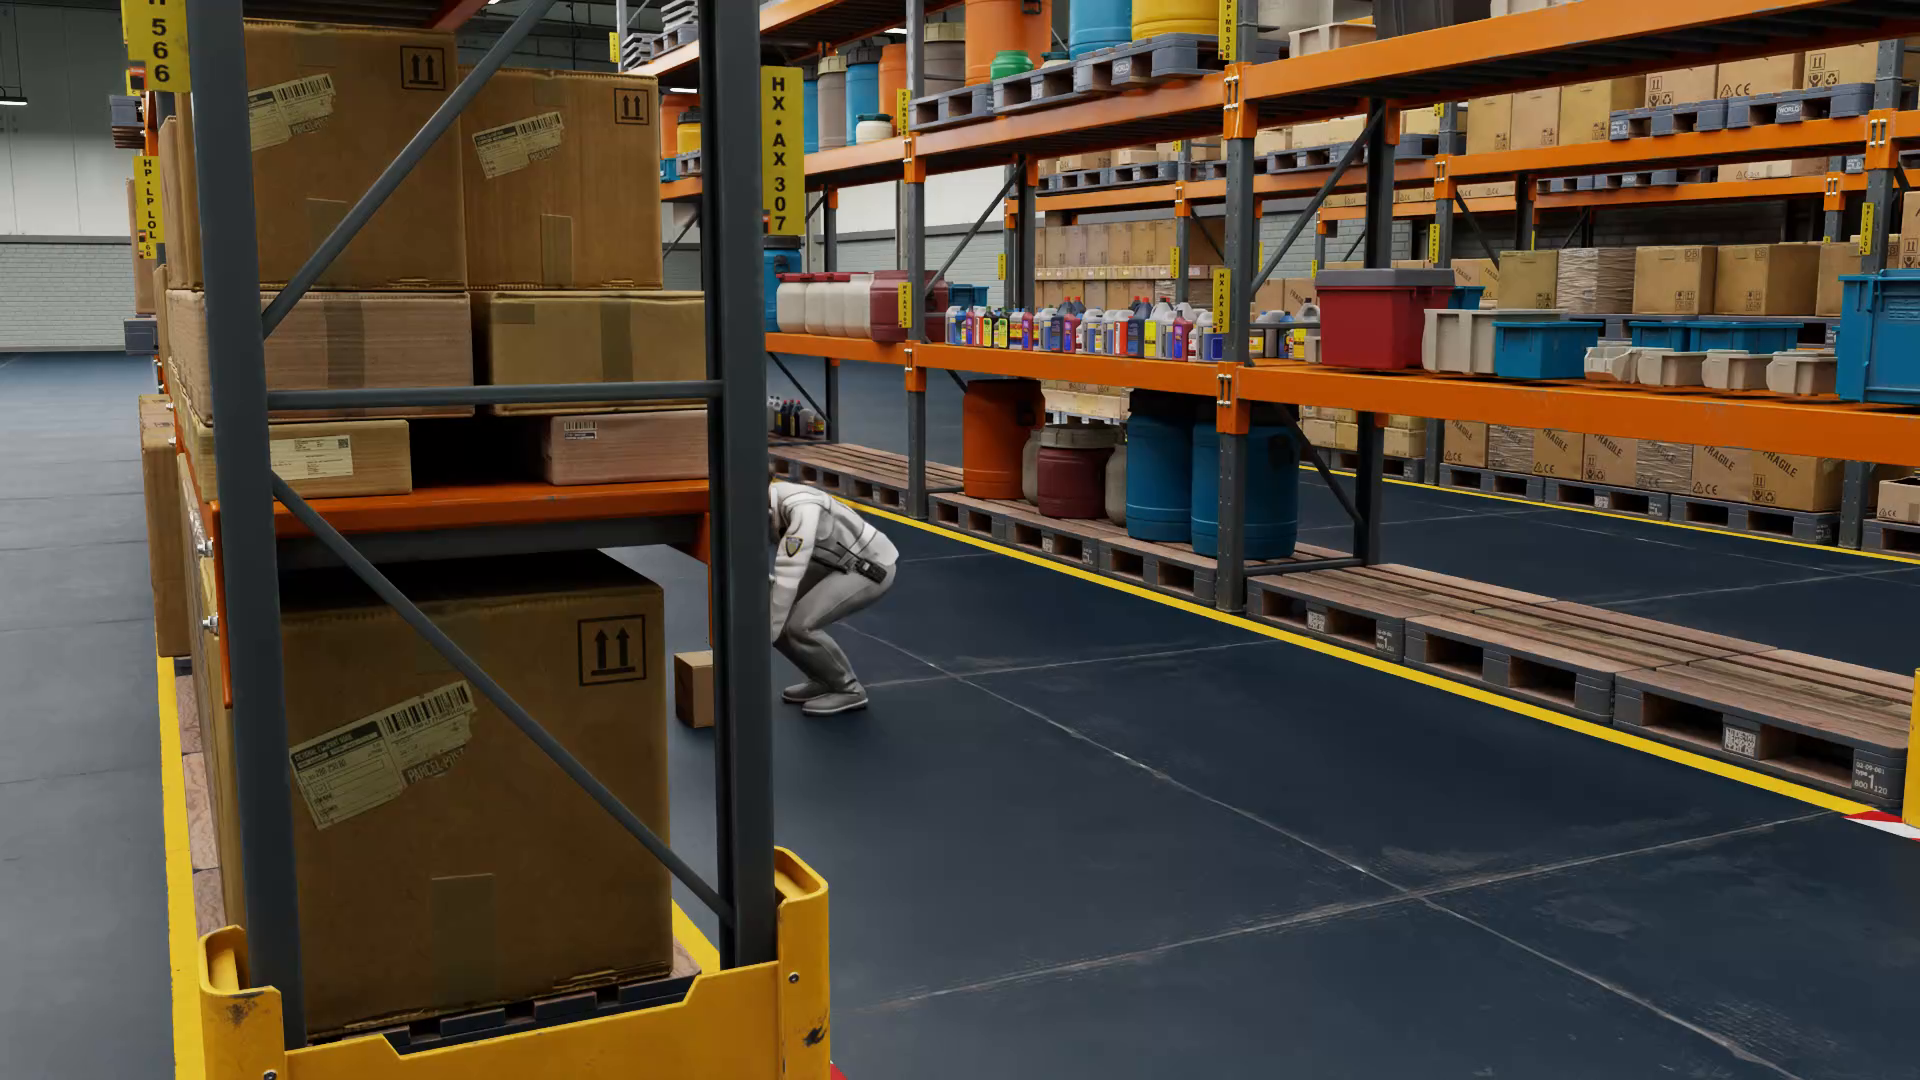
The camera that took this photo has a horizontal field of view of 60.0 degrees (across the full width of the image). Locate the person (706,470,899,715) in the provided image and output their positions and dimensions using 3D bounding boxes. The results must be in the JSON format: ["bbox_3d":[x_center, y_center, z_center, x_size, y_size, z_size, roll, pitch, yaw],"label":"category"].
[{"bbox_3d":[-0.642,0.169,6.727,0.827,1.072,0.506,-4,10,-26],"label":"person"}]
